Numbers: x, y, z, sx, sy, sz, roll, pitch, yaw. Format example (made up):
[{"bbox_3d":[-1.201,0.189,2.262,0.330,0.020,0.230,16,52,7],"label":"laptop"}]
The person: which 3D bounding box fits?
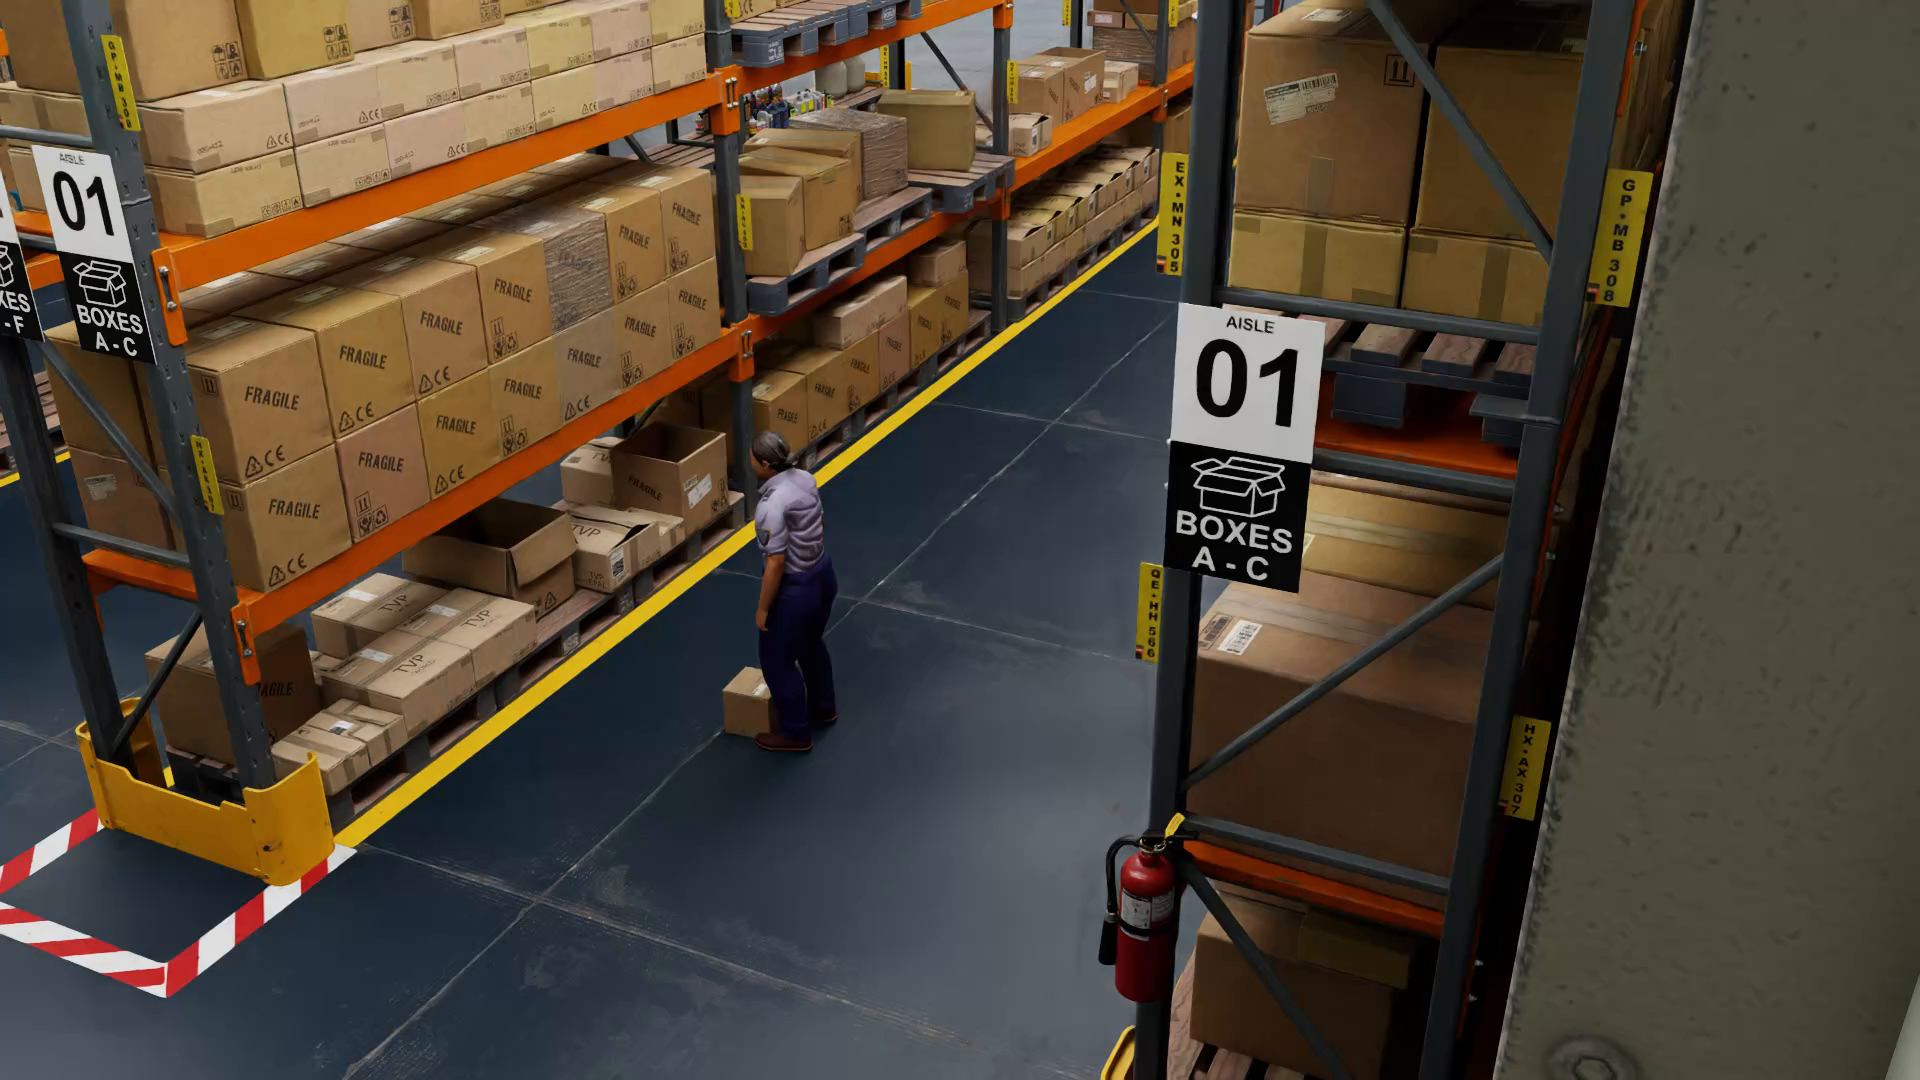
[{"bbox_3d":[-0.800,0.239,8.005,0.364,1.652,0.556,11,28,20],"label":"person"}]
